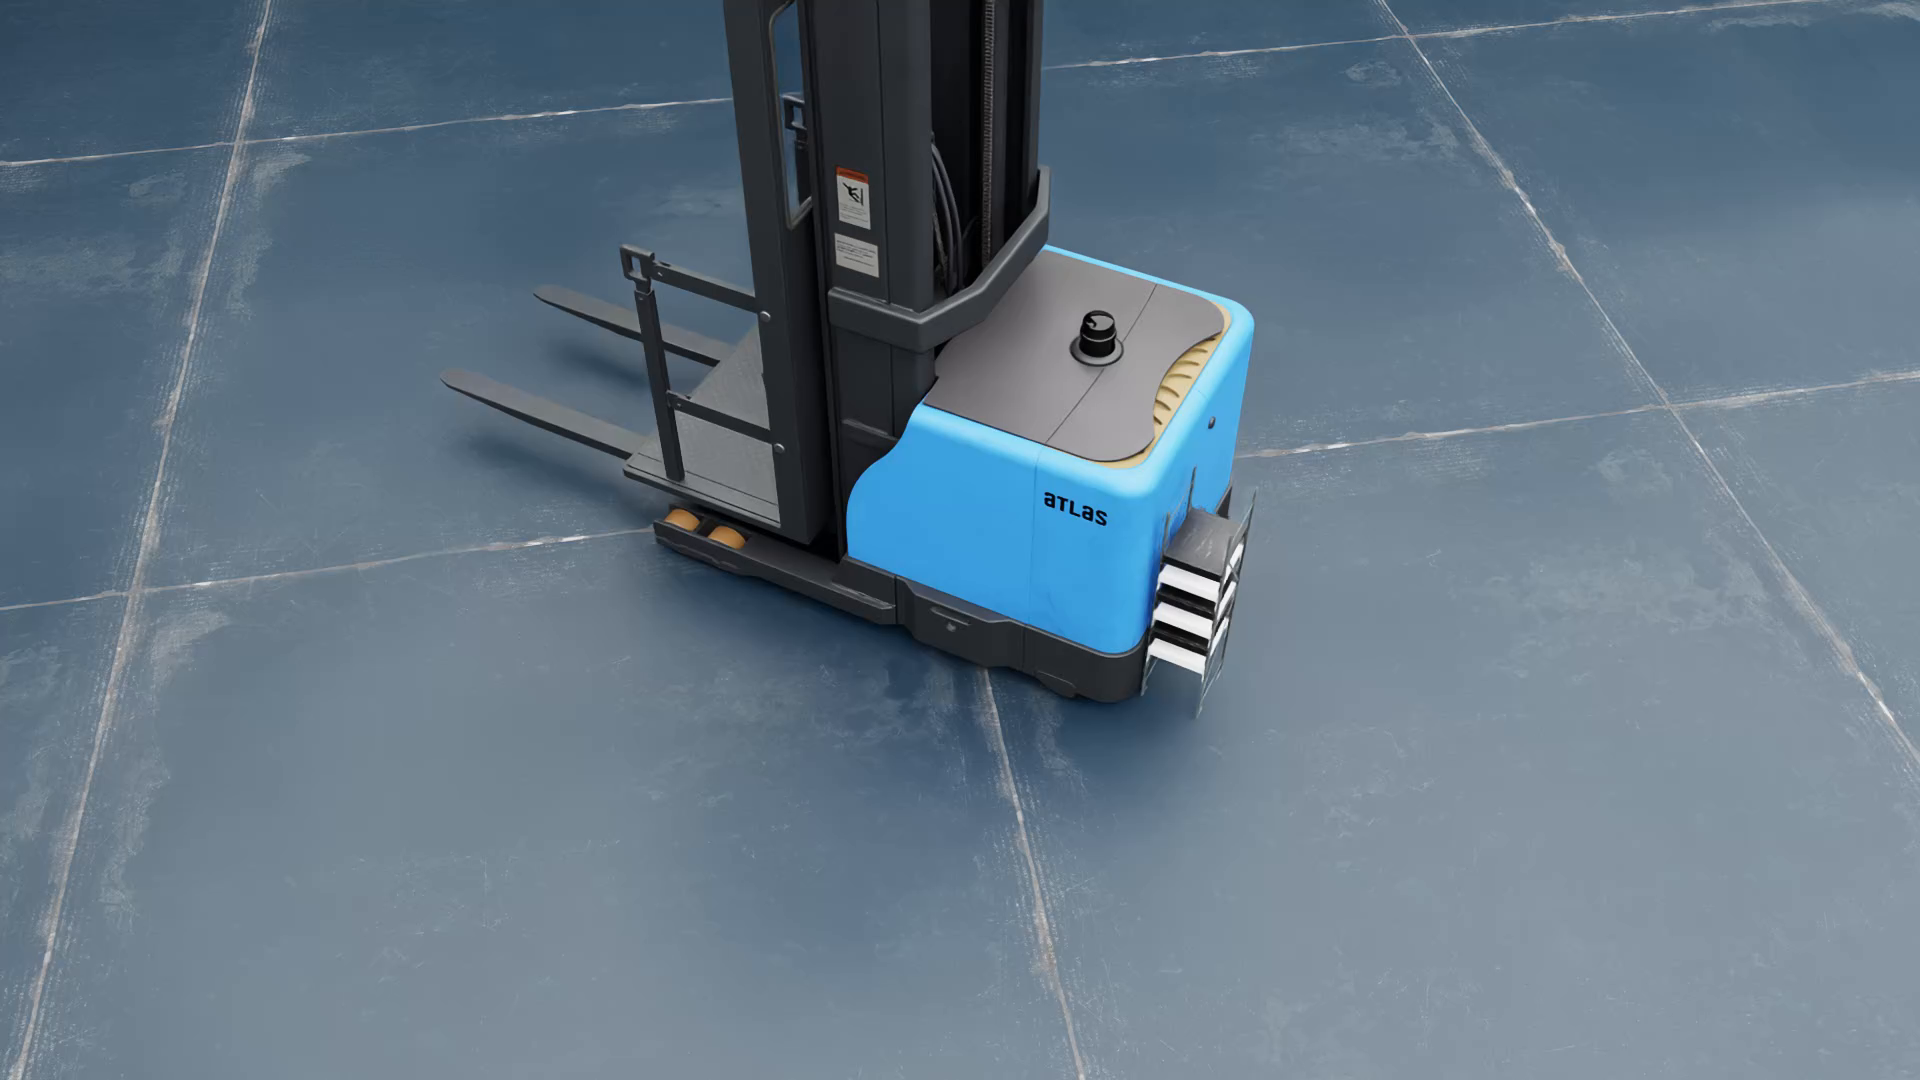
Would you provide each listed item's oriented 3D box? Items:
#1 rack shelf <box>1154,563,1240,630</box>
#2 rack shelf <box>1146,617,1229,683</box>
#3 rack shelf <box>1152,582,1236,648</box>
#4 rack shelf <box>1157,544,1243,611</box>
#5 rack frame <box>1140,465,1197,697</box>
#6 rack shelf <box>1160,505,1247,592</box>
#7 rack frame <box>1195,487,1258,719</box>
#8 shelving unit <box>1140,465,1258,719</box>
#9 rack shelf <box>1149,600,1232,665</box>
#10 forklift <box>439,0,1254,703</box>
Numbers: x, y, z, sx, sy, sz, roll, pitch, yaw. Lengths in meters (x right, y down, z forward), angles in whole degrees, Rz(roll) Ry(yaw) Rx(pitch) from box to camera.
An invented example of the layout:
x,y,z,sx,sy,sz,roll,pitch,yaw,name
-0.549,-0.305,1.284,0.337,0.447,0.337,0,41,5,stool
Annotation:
x,y,z,sx,sy,sz,roll,pitch,yaw,name
0.774,0.149,5.401,0.200,0.077,0.258,21,50,18,rack shelf
0.771,0.335,5.597,0.200,0.077,0.258,21,50,18,rack shelf
0.773,0.211,5.466,0.200,0.077,0.258,21,50,18,rack shelf
0.775,0.087,5.336,0.200,0.077,0.258,21,50,18,rack shelf
0.683,0.154,5.473,0.006,0.900,0.240,21,50,18,rack frame
0.776,0.025,5.271,0.200,0.077,0.258,21,50,18,rack shelf
0.864,0.222,5.411,0.006,0.900,0.240,21,50,18,rack frame
0.773,0.188,5.442,0.210,0.900,0.258,21,50,18,shelving unit
0.772,0.273,5.532,0.200,0.077,0.258,21,50,18,rack shelf
-0.559,-1.222,5.392,3.031,2.935,1.130,20,49,18,forklift
